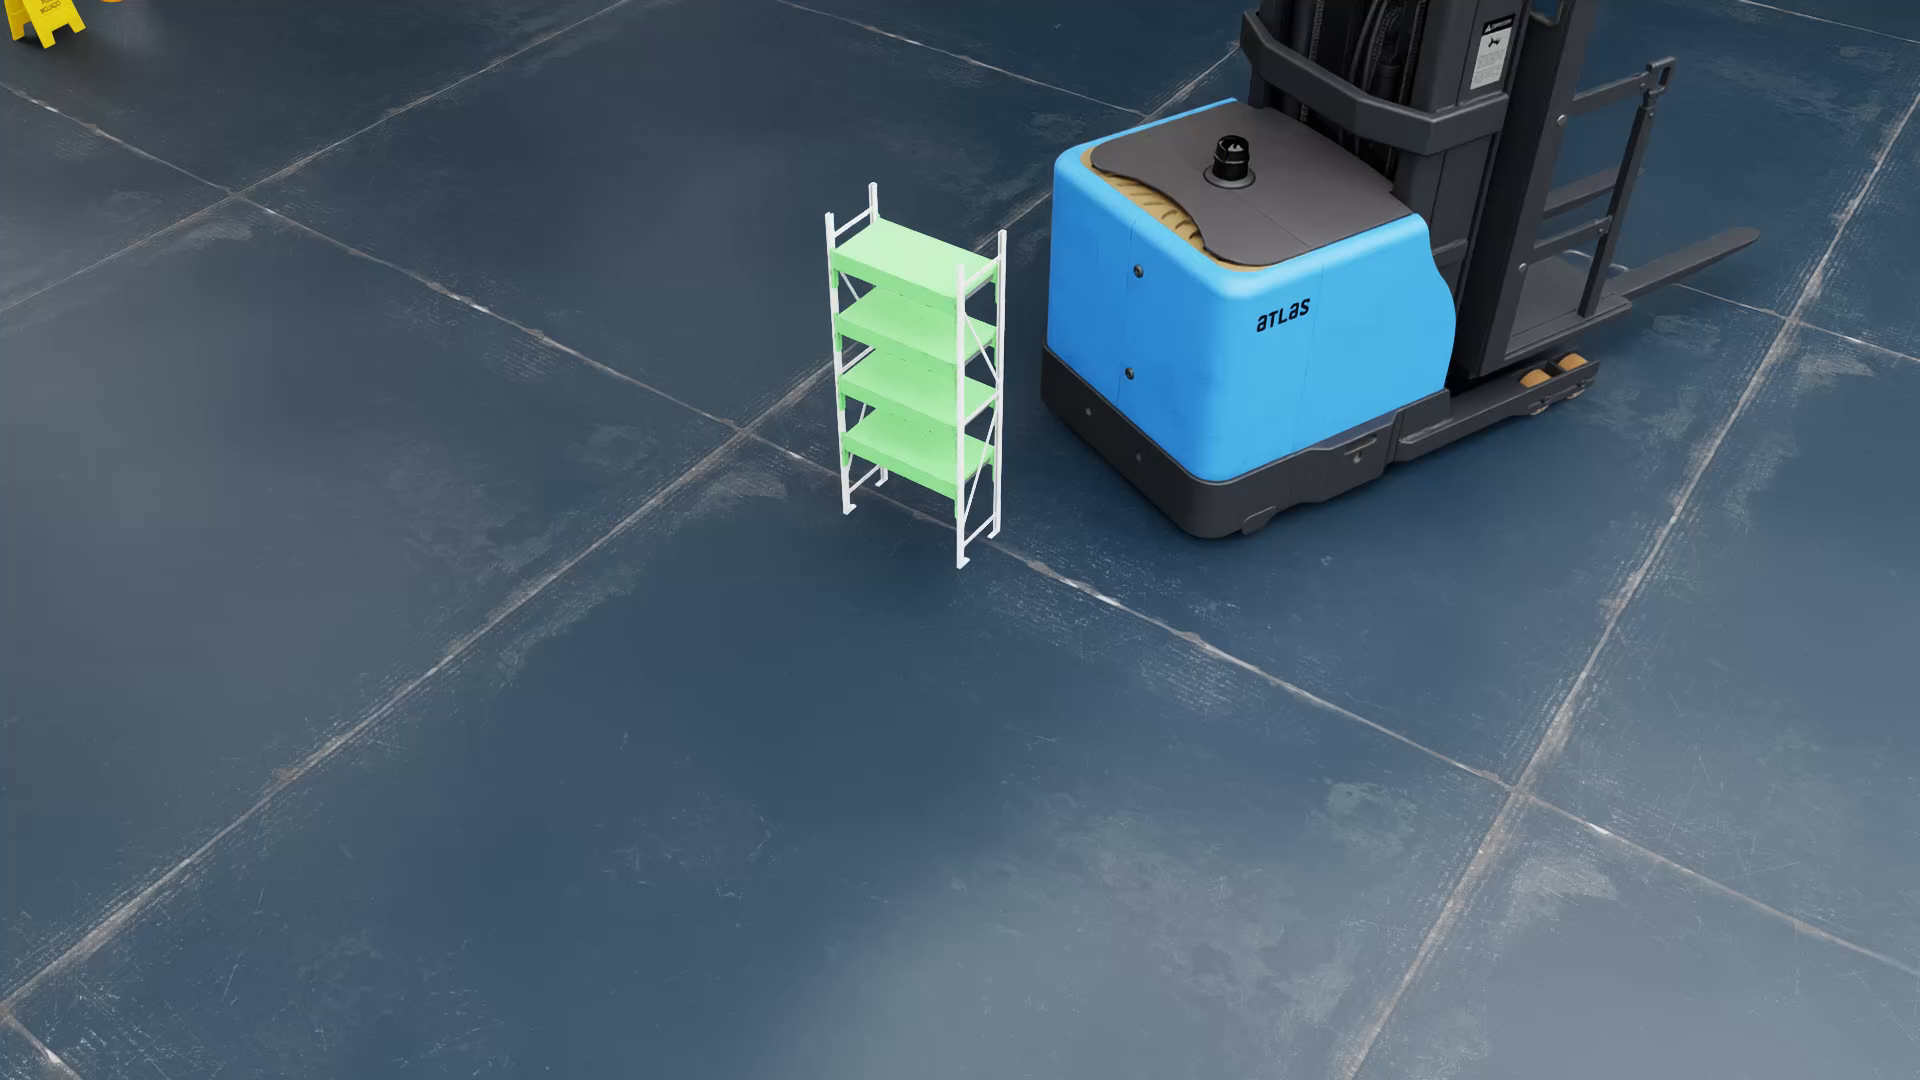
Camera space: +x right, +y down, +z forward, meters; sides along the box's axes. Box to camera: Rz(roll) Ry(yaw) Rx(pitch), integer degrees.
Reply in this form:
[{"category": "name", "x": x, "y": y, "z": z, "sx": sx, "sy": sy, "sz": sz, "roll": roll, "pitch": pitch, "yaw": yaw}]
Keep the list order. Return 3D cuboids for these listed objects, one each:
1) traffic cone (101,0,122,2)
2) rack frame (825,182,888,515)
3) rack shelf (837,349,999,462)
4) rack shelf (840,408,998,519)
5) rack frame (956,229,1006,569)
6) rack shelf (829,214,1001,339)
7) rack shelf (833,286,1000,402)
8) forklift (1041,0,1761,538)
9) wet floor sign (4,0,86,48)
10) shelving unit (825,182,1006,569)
[{"category": "traffic cone", "x": -4.621, "y": -3.216, "z": 8.997, "sx": 0.334, "sy": 0.463, "sz": 0.336, "roll": 25, "pitch": 48, "yaw": 25}, {"category": "rack frame", "x": -0.335, "y": -0.604, "z": 5.525, "sx": 0.015, "sy": 1.200, "sz": 0.240, "roll": 25, "pitch": 48, "yaw": 25}, {"category": "rack shelf", "x": -0.136, "y": -0.463, "z": 5.463, "sx": 0.480, "sy": 0.148, "sz": 0.258, "roll": 25, "pitch": 48, "yaw": 25}, {"category": "rack shelf", "x": -0.136, "y": -0.284, "z": 5.623, "sx": 0.480, "sy": 0.148, "sz": 0.258, "roll": 25, "pitch": 48, "yaw": 25}, {"category": "rack frame", "x": 0.064, "y": -0.417, "z": 5.316, "sx": 0.015, "sy": 1.200, "sz": 0.240, "roll": 25, "pitch": 48, "yaw": 25}, {"category": "rack shelf", "x": -0.136, "y": -0.821, "z": 5.143, "sx": 0.480, "sy": 0.148, "sz": 0.258, "roll": 25, "pitch": 48, "yaw": 25}, {"category": "rack shelf", "x": -0.136, "y": -0.642, "z": 5.303, "sx": 0.480, "sy": 0.148, "sz": 0.258, "roll": 25, "pitch": 48, "yaw": 25}, {"category": "forklift", "x": 1.827, "y": -1.844, "z": 5.613, "sx": 3.031, "sy": 2.935, "sz": 1.130, "roll": -22, "pitch": 46, "yaw": -23}, {"category": "wet floor sign", "x": -4.768, "y": -2.889, "z": 8.495, "sx": 0.232, "sy": 0.644, "sz": 0.267, "roll": 17, "pitch": 45, "yaw": 18}, {"category": "shelving unit", "x": -0.136, "y": -0.511, "z": 5.421, "sx": 0.503, "sy": 1.200, "sz": 0.258, "roll": 25, "pitch": 48, "yaw": 25}]
